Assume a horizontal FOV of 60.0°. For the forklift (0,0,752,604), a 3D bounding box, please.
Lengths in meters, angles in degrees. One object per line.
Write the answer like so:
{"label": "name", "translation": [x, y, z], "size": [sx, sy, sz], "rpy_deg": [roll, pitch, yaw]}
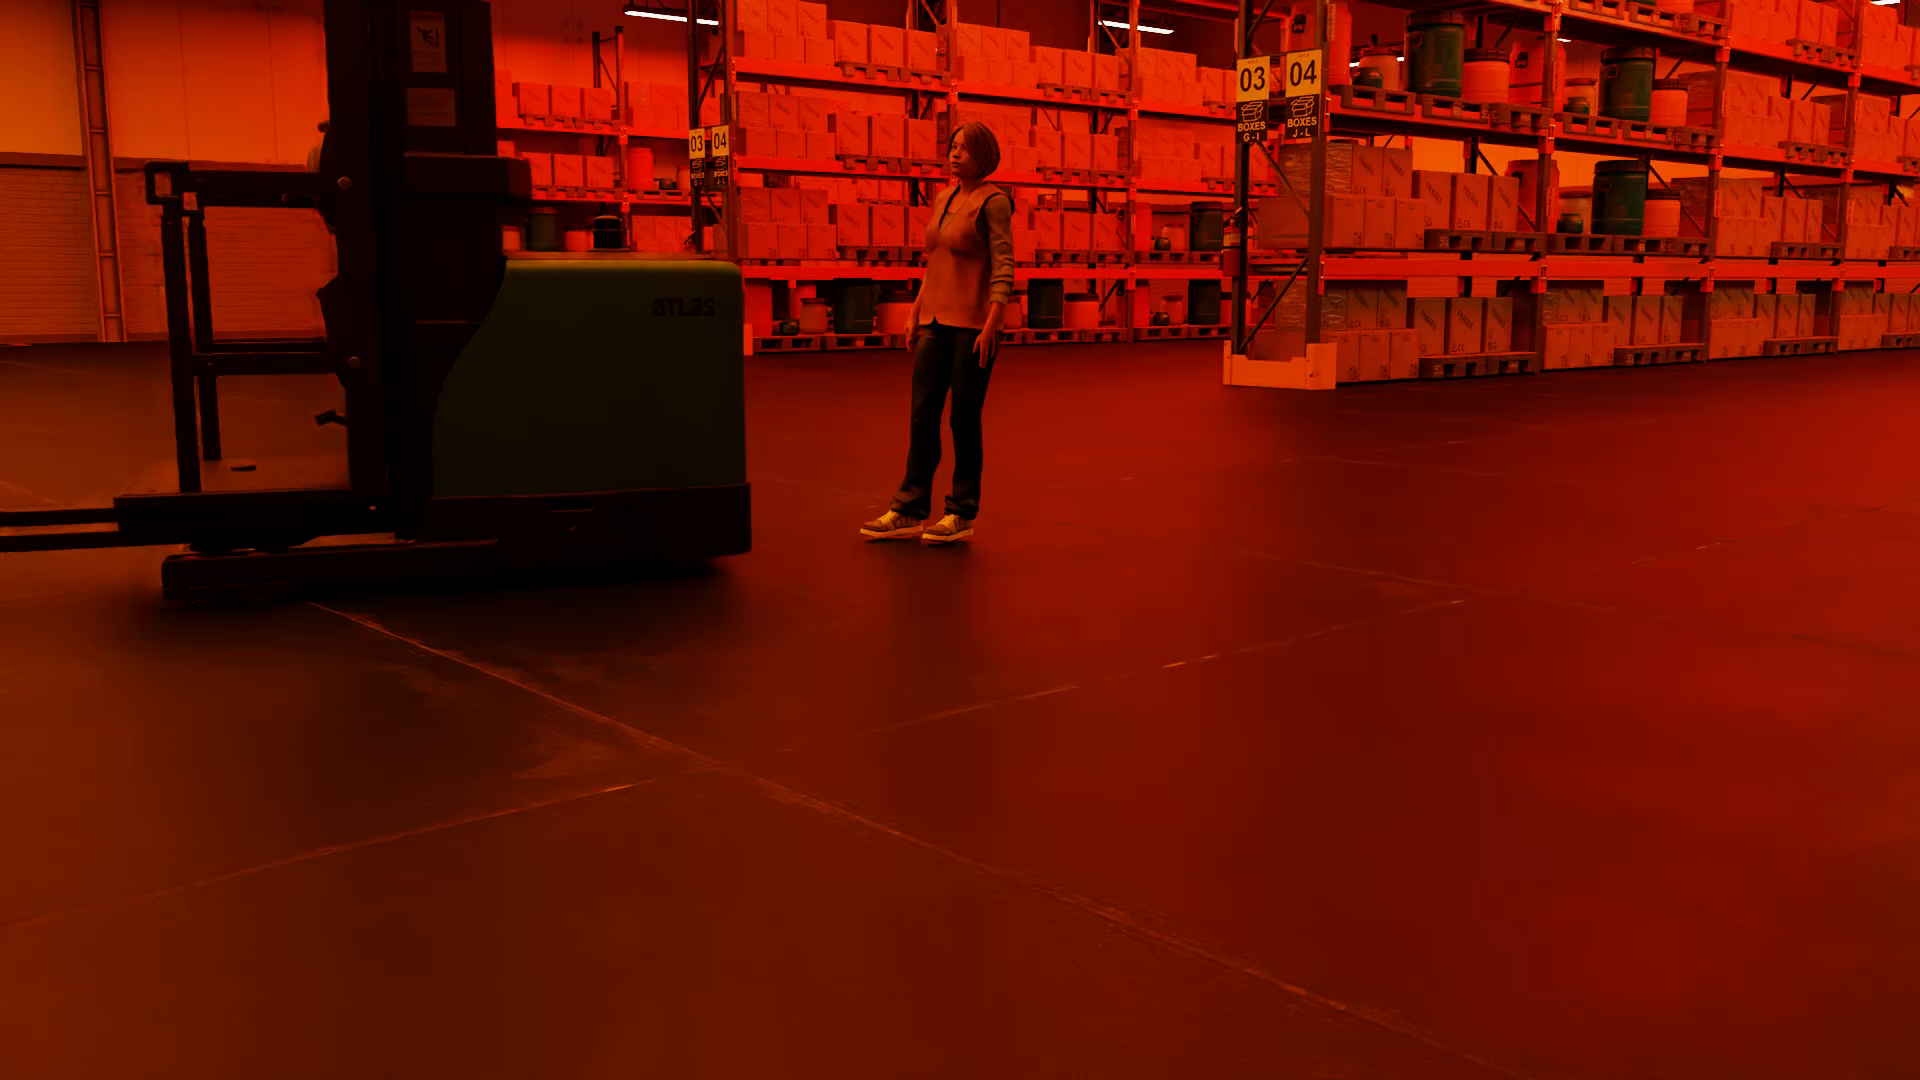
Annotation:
{"label": "forklift", "translation": [-2.304, -1.326, 5.525], "size": [3.031, 2.935, 1.130], "rpy_deg": [-3, 9, -20]}

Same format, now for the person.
{"label": "person", "translation": [0.016, -1.126, 6.385], "size": [0.256, 0.907, 0.502], "rpy_deg": [-8, 12, -40]}
